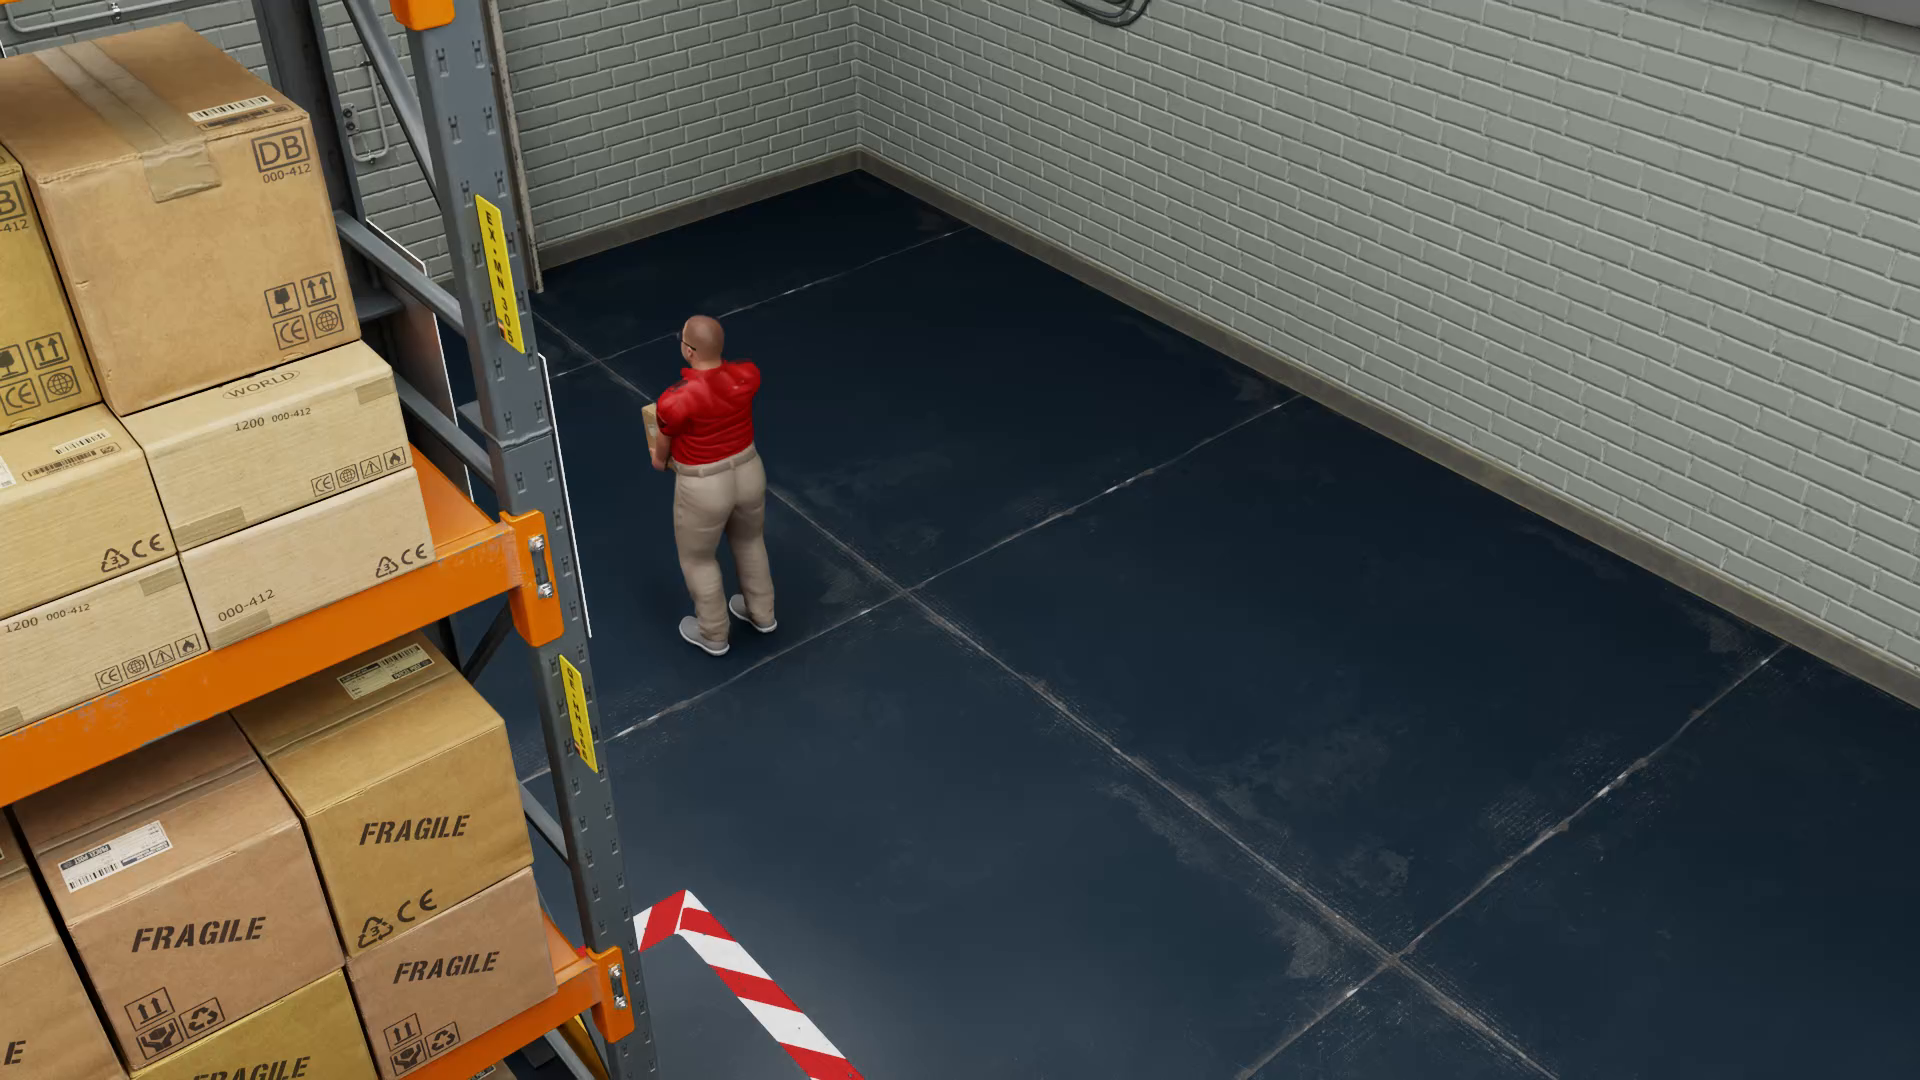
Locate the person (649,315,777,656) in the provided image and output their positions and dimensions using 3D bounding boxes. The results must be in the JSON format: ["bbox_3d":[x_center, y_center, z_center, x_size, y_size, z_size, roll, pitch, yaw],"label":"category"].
[{"bbox_3d":[-1.155,-0.288,7.504,0.490,1.722,0.540,-26,43,-31],"label":"person"}]
